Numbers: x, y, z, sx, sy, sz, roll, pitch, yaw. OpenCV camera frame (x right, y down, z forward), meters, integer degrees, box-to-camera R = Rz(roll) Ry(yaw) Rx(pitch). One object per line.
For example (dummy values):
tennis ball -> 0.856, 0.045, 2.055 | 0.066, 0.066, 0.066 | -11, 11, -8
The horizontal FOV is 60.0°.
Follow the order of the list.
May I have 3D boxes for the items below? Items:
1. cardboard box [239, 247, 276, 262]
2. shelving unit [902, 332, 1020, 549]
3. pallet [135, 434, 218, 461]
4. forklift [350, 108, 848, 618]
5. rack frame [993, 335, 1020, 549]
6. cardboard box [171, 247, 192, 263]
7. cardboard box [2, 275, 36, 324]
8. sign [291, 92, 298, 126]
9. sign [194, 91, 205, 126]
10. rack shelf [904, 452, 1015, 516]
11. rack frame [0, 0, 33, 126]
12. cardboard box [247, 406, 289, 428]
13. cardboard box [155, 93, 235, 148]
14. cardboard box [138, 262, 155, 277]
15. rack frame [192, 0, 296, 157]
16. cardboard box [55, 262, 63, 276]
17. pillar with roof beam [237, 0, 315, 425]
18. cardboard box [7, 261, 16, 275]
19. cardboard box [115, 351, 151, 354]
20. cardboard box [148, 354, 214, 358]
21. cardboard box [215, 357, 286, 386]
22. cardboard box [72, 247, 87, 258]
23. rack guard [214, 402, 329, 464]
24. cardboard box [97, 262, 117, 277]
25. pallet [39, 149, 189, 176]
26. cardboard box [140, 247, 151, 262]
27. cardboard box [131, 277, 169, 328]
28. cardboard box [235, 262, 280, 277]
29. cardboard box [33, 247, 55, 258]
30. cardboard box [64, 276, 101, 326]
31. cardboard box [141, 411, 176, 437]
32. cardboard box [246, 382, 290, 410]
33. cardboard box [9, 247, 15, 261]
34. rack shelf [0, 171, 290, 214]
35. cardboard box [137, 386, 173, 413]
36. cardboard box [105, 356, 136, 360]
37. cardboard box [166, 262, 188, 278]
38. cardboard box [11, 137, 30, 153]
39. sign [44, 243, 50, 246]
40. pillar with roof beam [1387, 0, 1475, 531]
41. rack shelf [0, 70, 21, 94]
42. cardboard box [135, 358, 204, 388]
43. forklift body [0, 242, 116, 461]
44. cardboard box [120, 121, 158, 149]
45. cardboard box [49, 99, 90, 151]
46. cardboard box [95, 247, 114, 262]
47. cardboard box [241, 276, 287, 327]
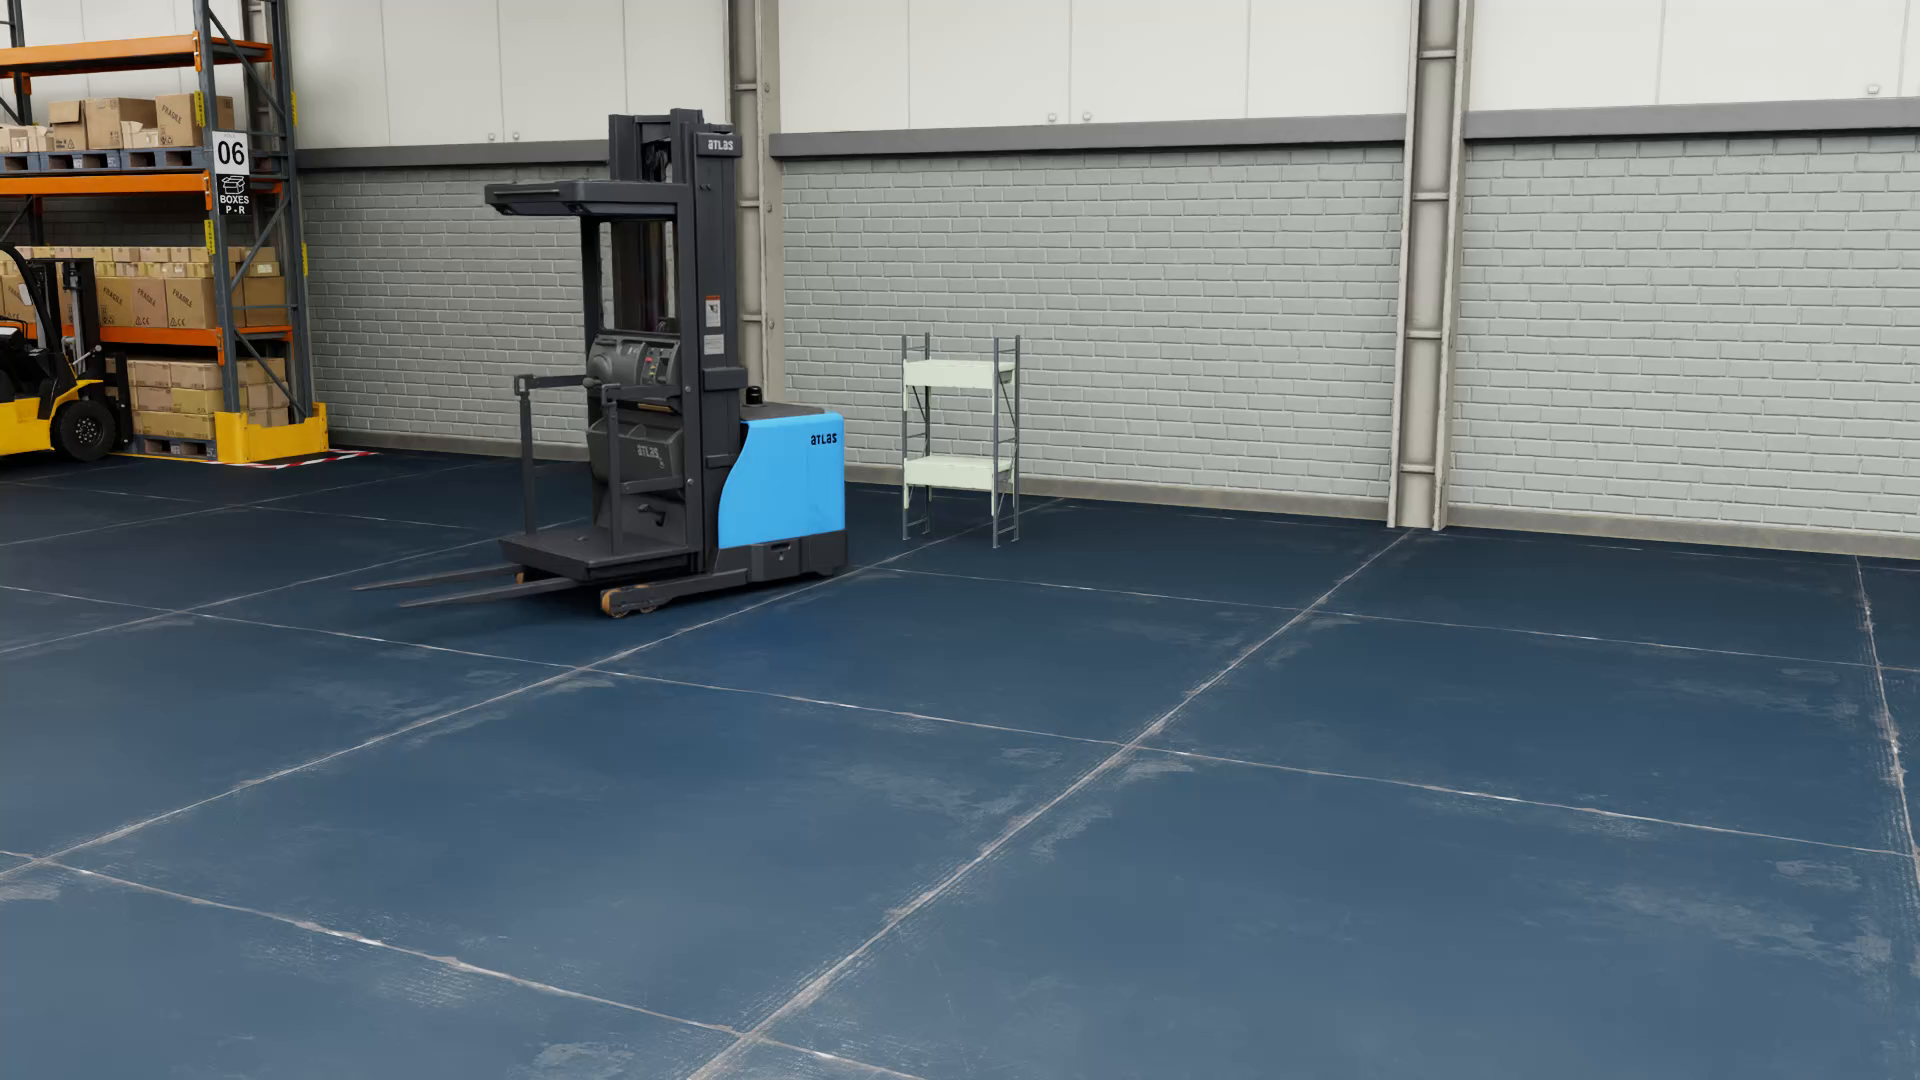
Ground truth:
cardboard box -> -7.214, -2.908, 16.940 | 0.250, 0.149, 0.380 | 5, 11, 25
shelving unit -> 0.006, -0.737, 12.094 | 0.755, 1.500, 0.431 | 5, 11, 26
pallet -> -7.711, -1.015, 17.243 | 1.213, 0.211, 1.003 | 5, 11, 26
forklift -> -2.151, -1.092, 10.035 | 3.031, 2.935, 1.130 | -10, 14, -43
rack frame -> 0.334, -0.709, 11.934 | 0.023, 1.500, 0.400 | 5, 11, 26
cardboard box -> -7.656, -2.857, 16.655 | 0.250, 0.149, 0.380 | 5, 11, 26
cardboard box -> -9.837, -2.582, 17.795 | 0.500, 0.500, 0.500 | 5, 12, 27
sign -> -6.756, -4.366, 16.833 | 0.005, 0.325, 0.100 | 5, 11, 26
sign -> -7.260, -4.120, 15.887 | 0.005, 0.325, 0.100 | 5, 11, 26
rack shelf -> 0.006, -0.417, 12.152 | 0.720, 0.370, 0.431 | 5, 11, 26
rack frame -> -10.594, -5.600, 17.906 | 0.127, 3.000, 1.000 | 5, 11, 26
cardboard box -> -7.361, -1.257, 17.292 | 0.500, 0.250, 0.500 | 5, 11, 26
cardboard box -> -7.512, -4.110, 16.354 | 0.500, 0.500, 0.500 | 5, 12, 28
cardboard box -> -8.107, -2.751, 16.905 | 0.250, 0.149, 0.380 | 5, 11, 25
rack frame -> -7.007, -5.285, 16.164 | 0.127, 3.000, 1.000 | 5, 11, 26
cardboard box -> -9.290, -2.844, 17.420 | 0.250, 0.149, 0.380 | 5, 11, 24
pillar with roof beam -> -9.137, -4.796, 13.464 | 0.400, 9.000, 9.100 | 5, 11, 26
cardboard box -> -9.946, -2.913, 17.802 | 0.250, 0.149, 0.380 | 5, 11, 26
cardboard box -> -9.159, -1.906, 18.075 | 0.500, 0.250, 0.500 | 5, 11, 26
cardboard box -> -8.248, -1.827, 17.635 | 0.500, 0.250, 0.500 | 5, 11, 25
cardboard box -> -7.354, -1.747, 17.193 | 0.500, 0.250, 0.500 | 5, 11, 25
cardboard box -> -9.018, -2.985, 17.362 | 0.250, 0.149, 0.380 | 5, 11, 26
rack guard -> -6.985, -1.101, 16.911 | 0.348, 0.500, 1.175 | 5, 11, 26
cardboard box -> -8.603, -2.781, 17.072 | 0.250, 0.149, 0.380 | 5, 11, 26
pallet -> -8.728, -3.921, 17.300 | 1.213, 0.211, 1.003 | 5, 11, 26
cardboard box -> -8.093, -2.905, 16.919 | 0.250, 0.149, 0.380 | 5, 11, 26
cardboard box -> -8.026, -2.421, 16.906 | 0.500, 0.500, 0.500 | 5, 12, 28
cardboard box -> -7.196, -2.770, 17.008 | 0.250, 0.149, 0.380 | 5, 11, 24
cardboard box -> -9.502, -3.013, 17.517 | 0.250, 0.149, 0.380 | 5, 11, 25
cardboard box -> -8.941, -2.500, 17.338 | 0.500, 0.500, 0.500 | 5, 11, 26
cardboard box -> -8.010, -1.214, 17.056 | 0.500, 0.250, 0.500 | 5, 11, 26
cardboard box -> -7.337, -1.503, 17.249 | 0.500, 0.250, 0.500 | 5, 12, 27
cardboard box -> -9.932, -3.066, 17.809 | 0.250, 0.149, 0.380 | 5, 11, 25
rack shelf -> -8.801, -3.613, 17.366 | 4.000, 0.370, 1.077 | 5, 11, 26
cardboard box -> -8.027, -1.462, 17.025 | 0.500, 0.250, 0.500 | 5, 11, 25
cardboard box -> -8.926, -1.784, 17.397 | 0.500, 0.250, 0.500 | 5, 11, 25
cardboard box -> -7.684, -2.699, 16.620 | 0.250, 0.149, 0.380 | 5, 12, 27
cardboard box -> -9.637, -4.112, 17.351 | 0.250, 0.149, 0.380 | 5, 12, 28
sign -> -10.350, -3.202, 18.846 | 0.005, 0.325, 0.100 | 5, 11, 26
pillar with roof beam -> 1.624, -3.851, 8.239 | 0.400, 9.000, 9.100 | 5, 11, 26
rack shelf -> -12.388, -5.207, 18.876 | 4.000, 0.370, 1.077 | 5, 11, 26
cardboard box -> -8.018, -1.704, 16.959 | 0.500, 0.250, 0.500 | 5, 12, 27
forklift body -> -9.515, -1.773, 15.990 | 1.214, 2.155, 2.313 | 5, 11, 26
cardboard box -> -8.112, -4.036, 16.600 | 0.258, 0.266, 0.396 | 5, 11, 26
cardboard box -> -8.894, -4.261, 17.176 | 0.637, 0.503, 0.797 | 5, 12, 28
cardboard box -> -8.610, -2.927, 17.042 | 0.250, 0.149, 0.380 | 5, 12, 27
cardboard box -> -7.328, -2.466, 17.150 | 0.500, 0.500, 0.500 | 5, 12, 28
